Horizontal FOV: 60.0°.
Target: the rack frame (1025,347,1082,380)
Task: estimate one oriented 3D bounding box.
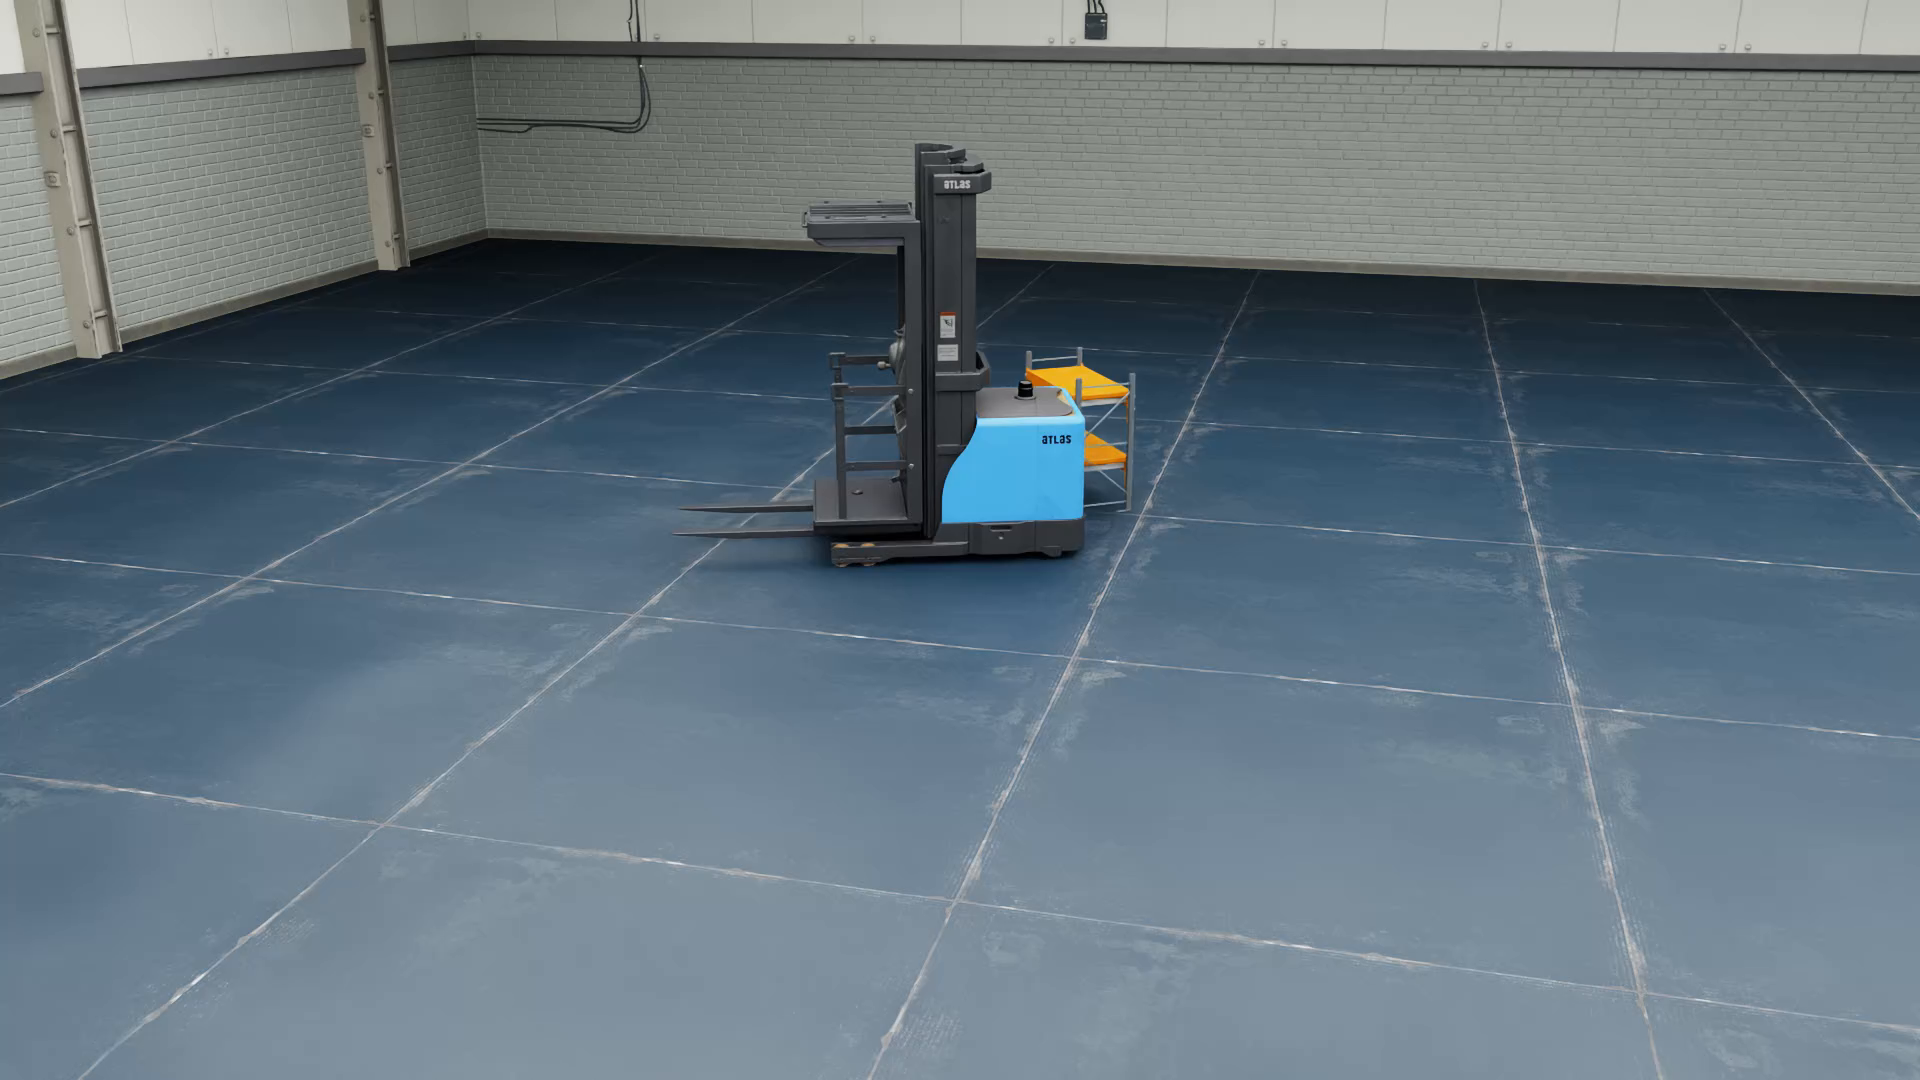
[{"bbox_3d":[0.786,-1.054,14.034,0.500,1.125,0.032,-7,20,-19],"label":"rack frame"}]

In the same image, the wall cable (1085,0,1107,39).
[{"bbox_3d":[2.906,-9.922,22.552,2.305,6.003,0.169,5,19,13],"label":"wall cable"}]

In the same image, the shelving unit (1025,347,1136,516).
[{"bbox_3d":[0.960,-0.900,13.583,0.538,1.125,1.048,-7,20,-19],"label":"shelving unit"}]

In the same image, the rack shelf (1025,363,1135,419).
[{"bbox_3d":[0.960,-1.177,13.488,0.538,0.278,1.000,-7,20,-19],"label":"rack shelf"}]

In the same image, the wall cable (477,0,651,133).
[{"bbox_3d":[-6.296,-7.598,25.814,3.097,2.526,0.112,5,19,13],"label":"wall cable"}]

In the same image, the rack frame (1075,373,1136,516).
[{"bbox_3d":[1.135,-0.746,13.131,0.500,1.125,0.032,-7,20,-19],"label":"rack frame"}]

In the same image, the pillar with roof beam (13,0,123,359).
[{"bbox_3d":[-5.589,-6.028,16.413,9.100,9.000,0.400,5,19,13],"label":"pillar with roof beam"}]

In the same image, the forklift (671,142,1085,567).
[{"bbox_3d":[-0.626,-1.370,12.163,3.031,2.935,1.130,-2,19,-5],"label":"forklift"}]

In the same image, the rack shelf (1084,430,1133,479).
[{"bbox_3d":[0.960,-0.669,13.662,0.538,0.278,1.000,-7,20,-19],"label":"rack shelf"}]

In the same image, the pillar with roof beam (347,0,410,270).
[{"bbox_3d":[-4.123,-7.908,21.919,9.100,9.000,0.400,5,19,13],"label":"pillar with roof beam"}]
